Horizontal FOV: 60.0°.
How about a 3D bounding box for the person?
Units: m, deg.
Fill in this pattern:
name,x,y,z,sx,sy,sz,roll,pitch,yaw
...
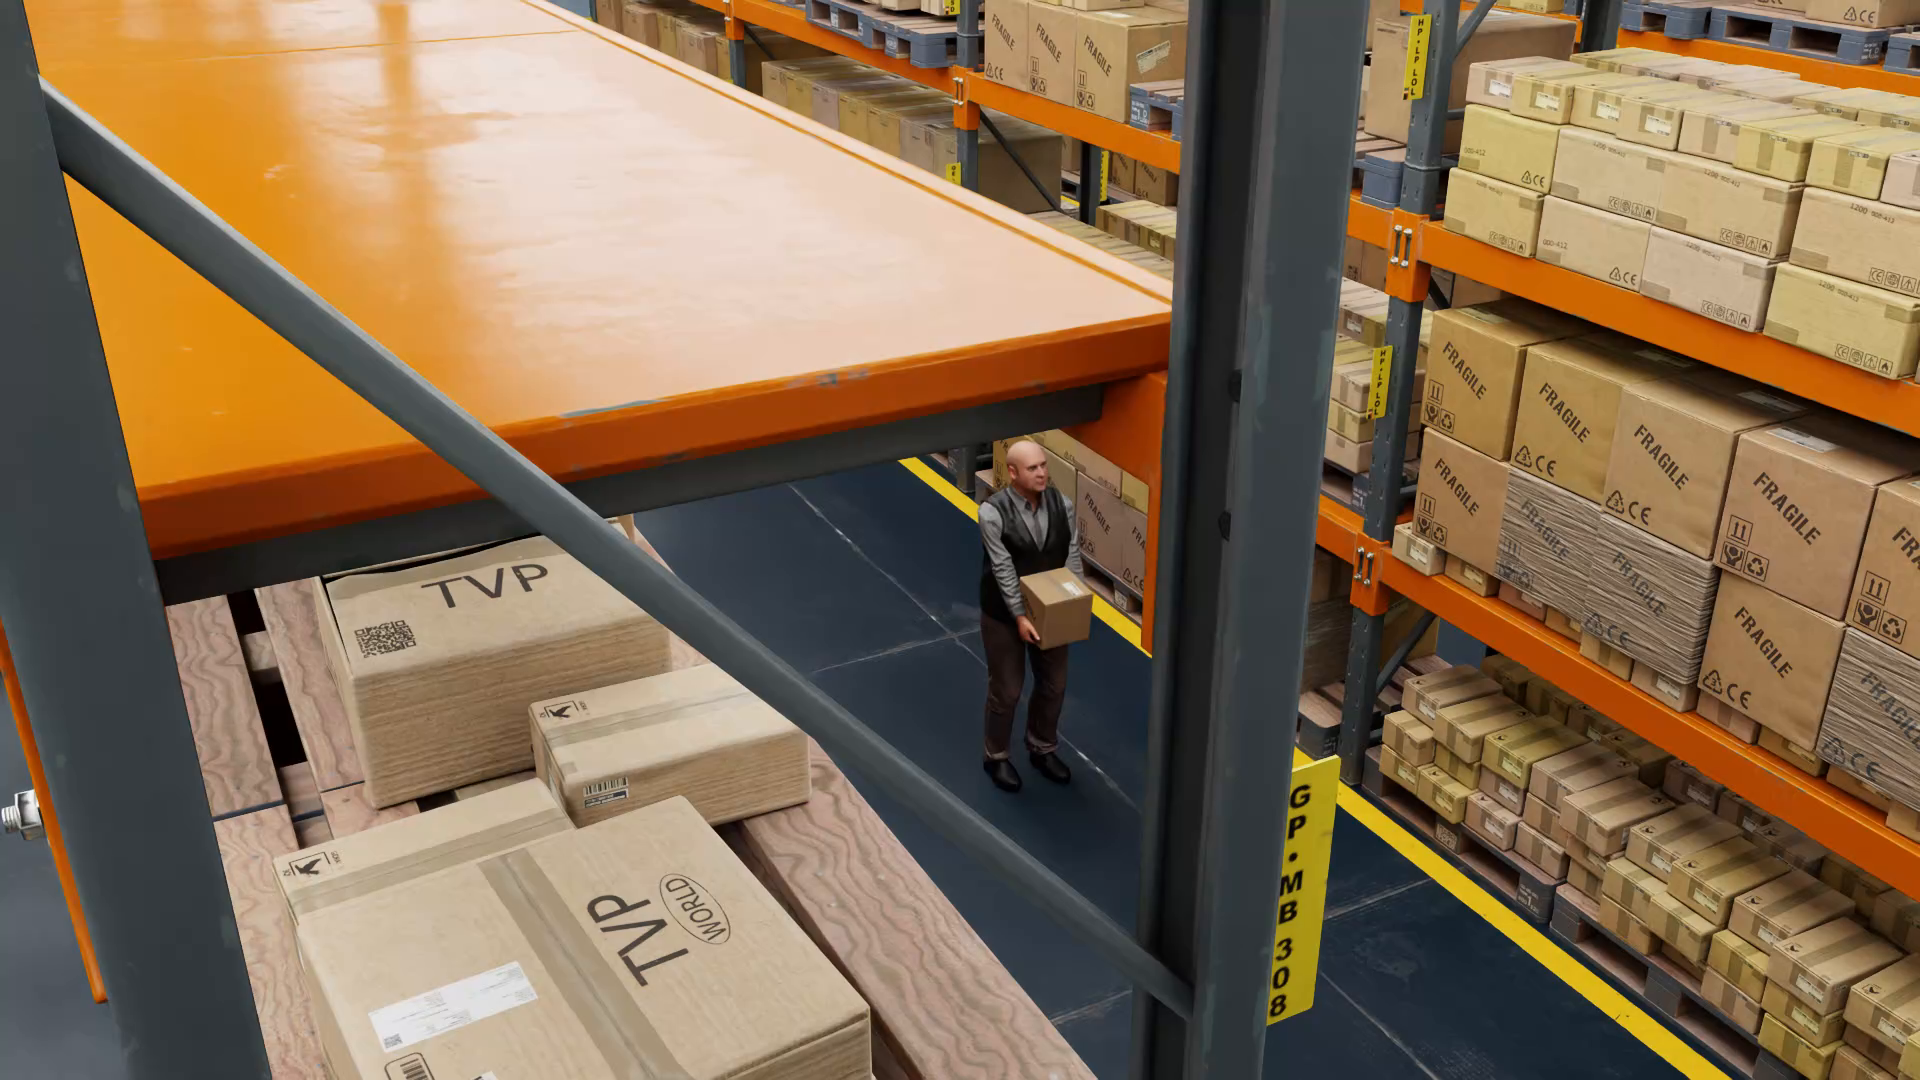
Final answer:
name,x,y,z,sx,sy,sz,roll,pitch,yaw
person,0.366,0.385,7.836,0.494,1.713,0.556,-12,28,-24
